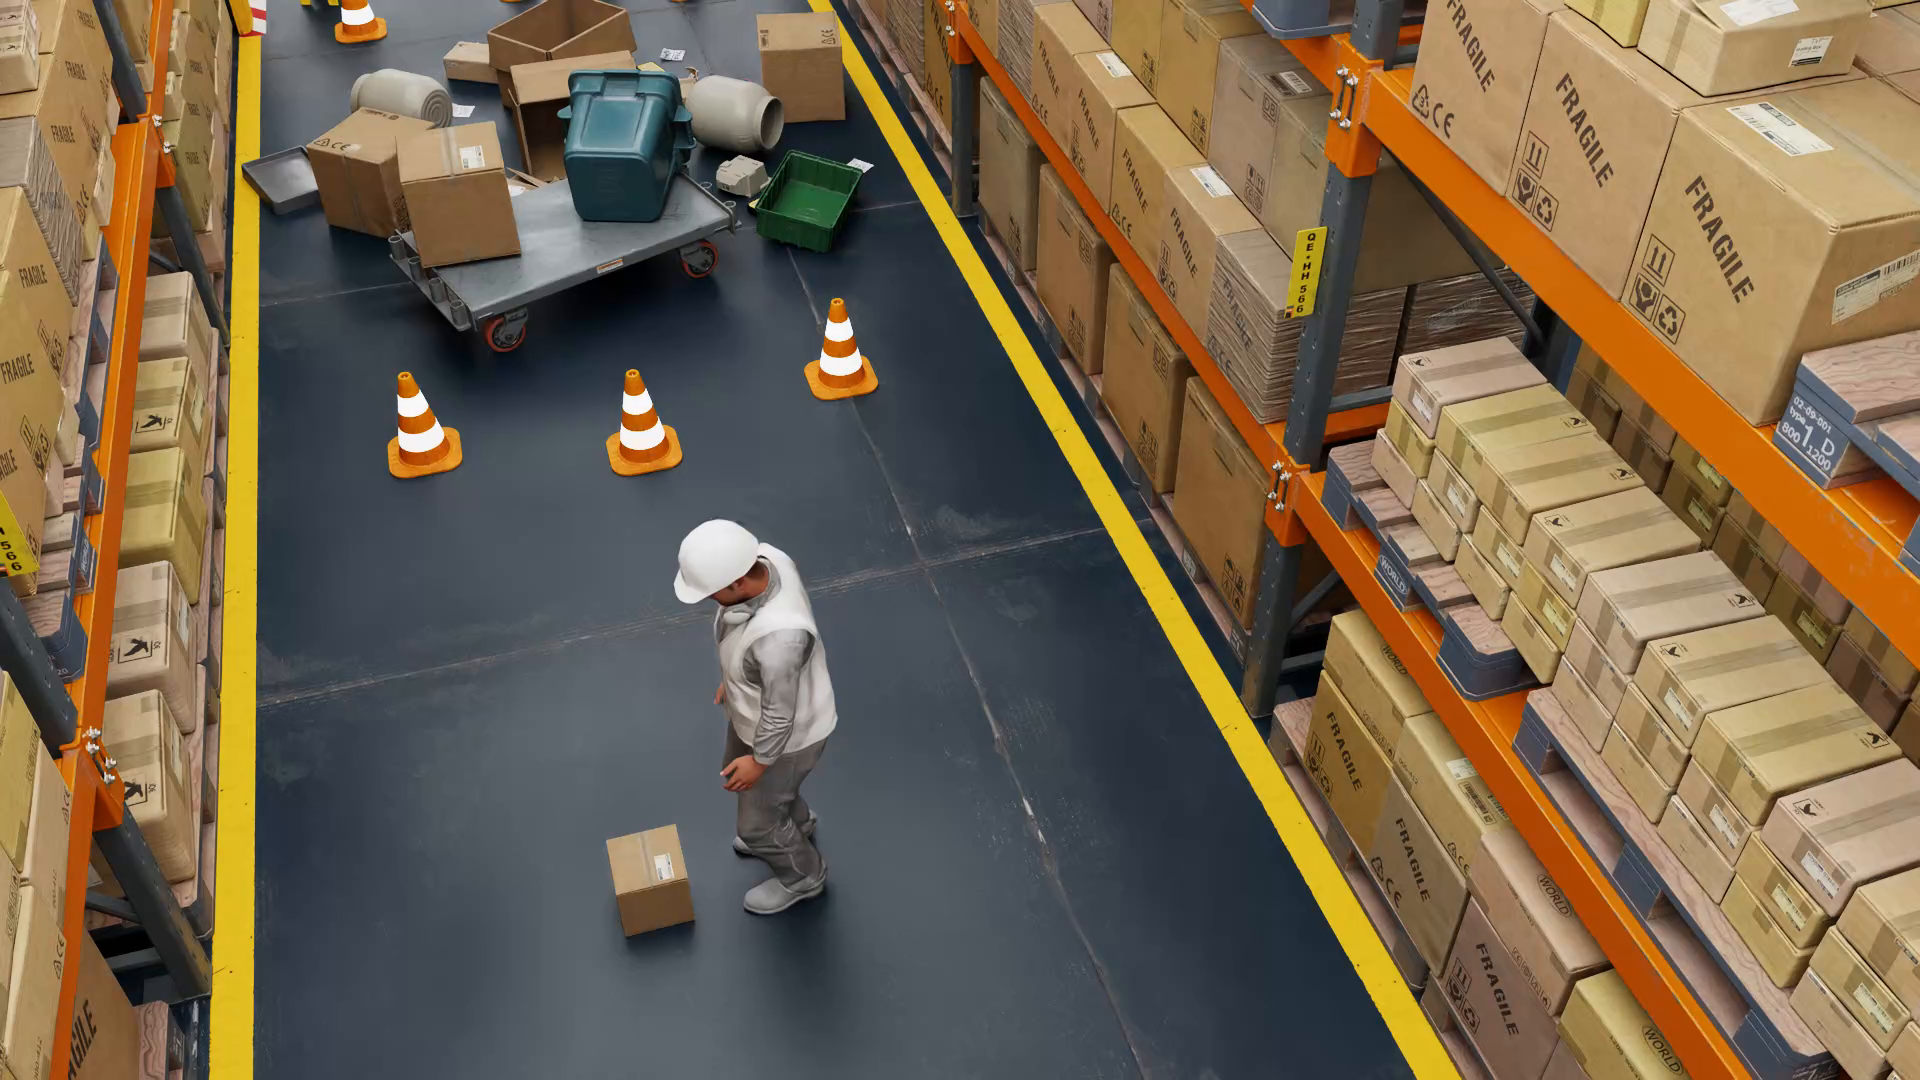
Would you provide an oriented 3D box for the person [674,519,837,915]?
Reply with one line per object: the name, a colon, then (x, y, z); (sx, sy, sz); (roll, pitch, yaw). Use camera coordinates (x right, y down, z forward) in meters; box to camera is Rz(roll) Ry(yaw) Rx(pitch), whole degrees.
person: (-0.647, 0.586, 5.529); (0.457, 1.729, 0.556); (-11, 43, -12)
